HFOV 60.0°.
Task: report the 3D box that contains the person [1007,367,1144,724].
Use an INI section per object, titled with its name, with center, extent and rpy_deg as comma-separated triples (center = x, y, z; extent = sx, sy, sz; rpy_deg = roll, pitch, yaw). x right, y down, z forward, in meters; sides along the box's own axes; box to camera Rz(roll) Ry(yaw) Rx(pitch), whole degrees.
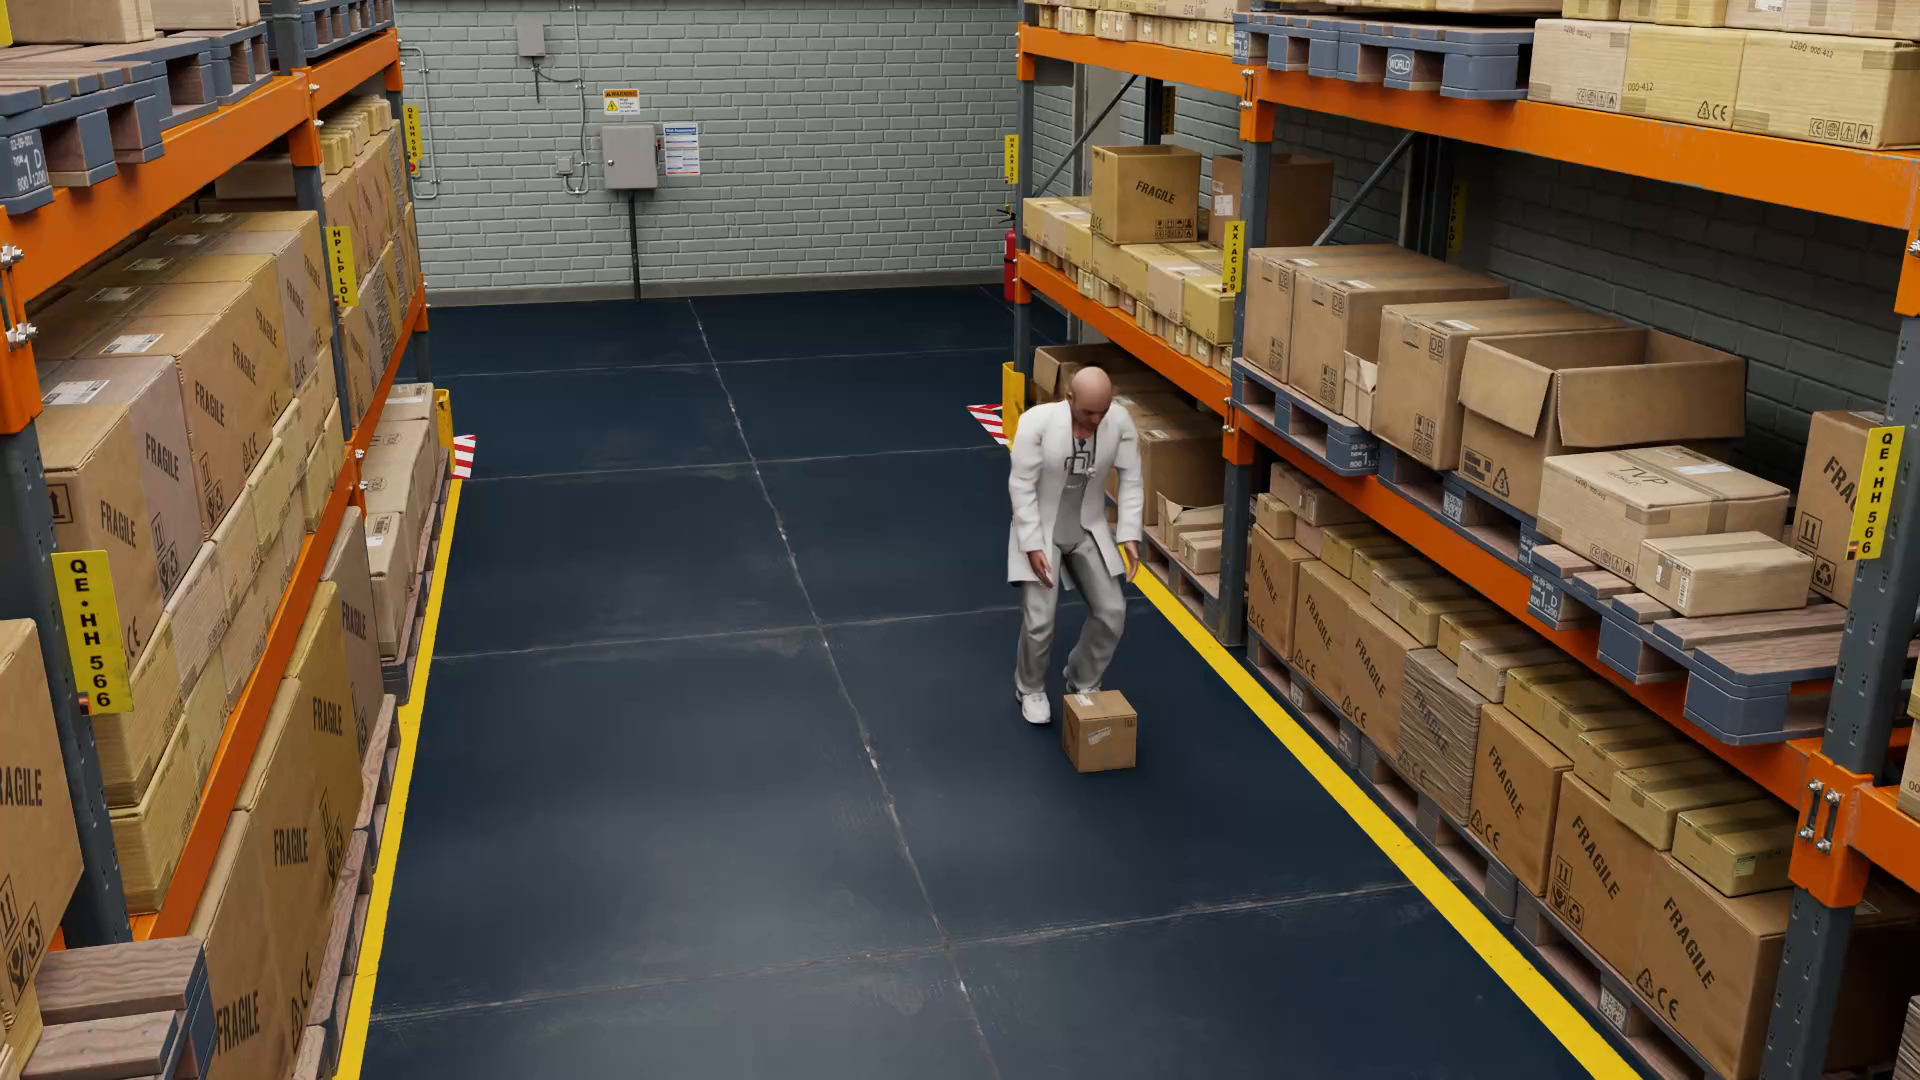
[person]
center = 0.500, 0.000, 7.331
extent = 0.617, 1.618, 0.543
rpy_deg = -5, 20, -13
